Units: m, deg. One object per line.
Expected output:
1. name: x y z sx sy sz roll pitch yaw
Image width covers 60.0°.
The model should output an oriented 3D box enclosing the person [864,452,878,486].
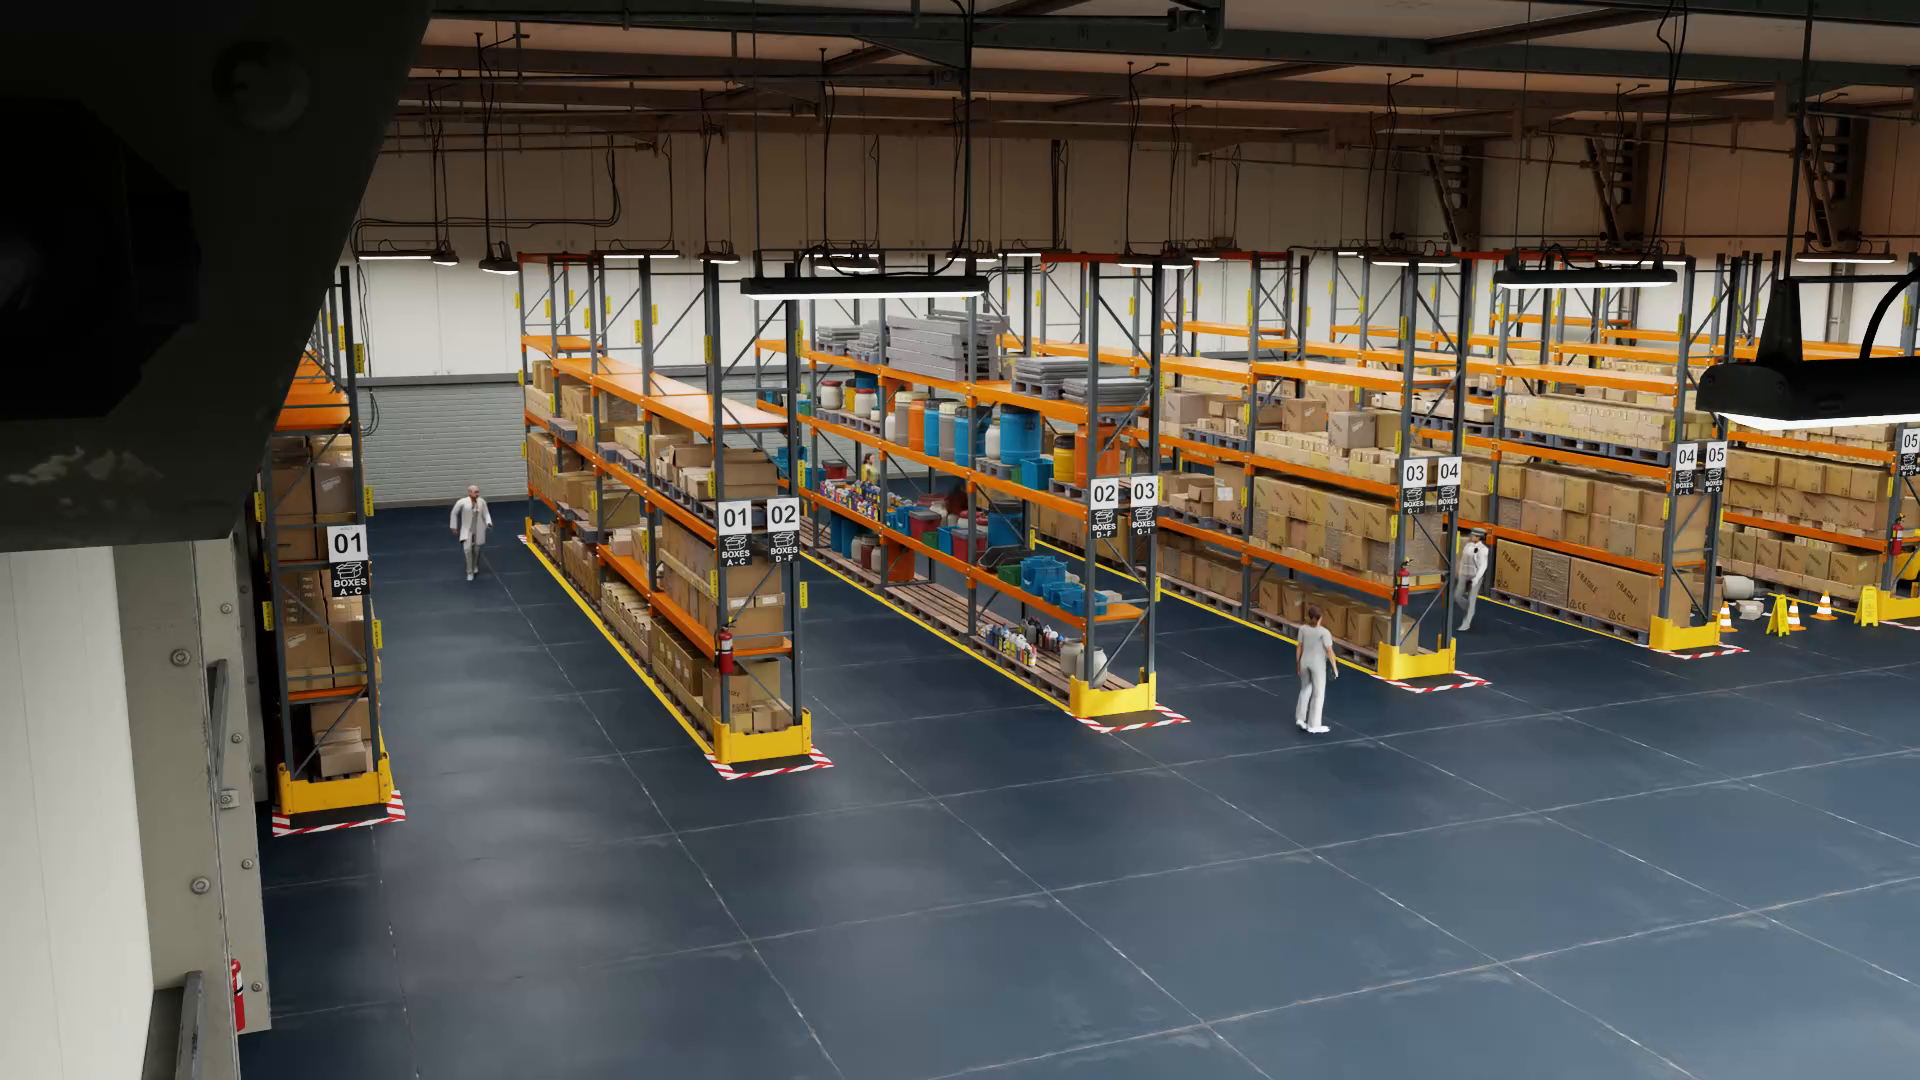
1. person: -1.937 -1.078 36.292 0.358 1.678 0.493 4 11 20

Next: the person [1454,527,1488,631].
1. person: 8.282 0.618 27.025 0.537 1.665 0.537 10 14 42

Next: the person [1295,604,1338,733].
1. person: 4.592 1.672 21.411 0.531 1.710 0.367 9 14 42

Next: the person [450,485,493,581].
1. person: -9.156 -0.135 31.180 0.756 1.811 0.935 -3 11 -18
